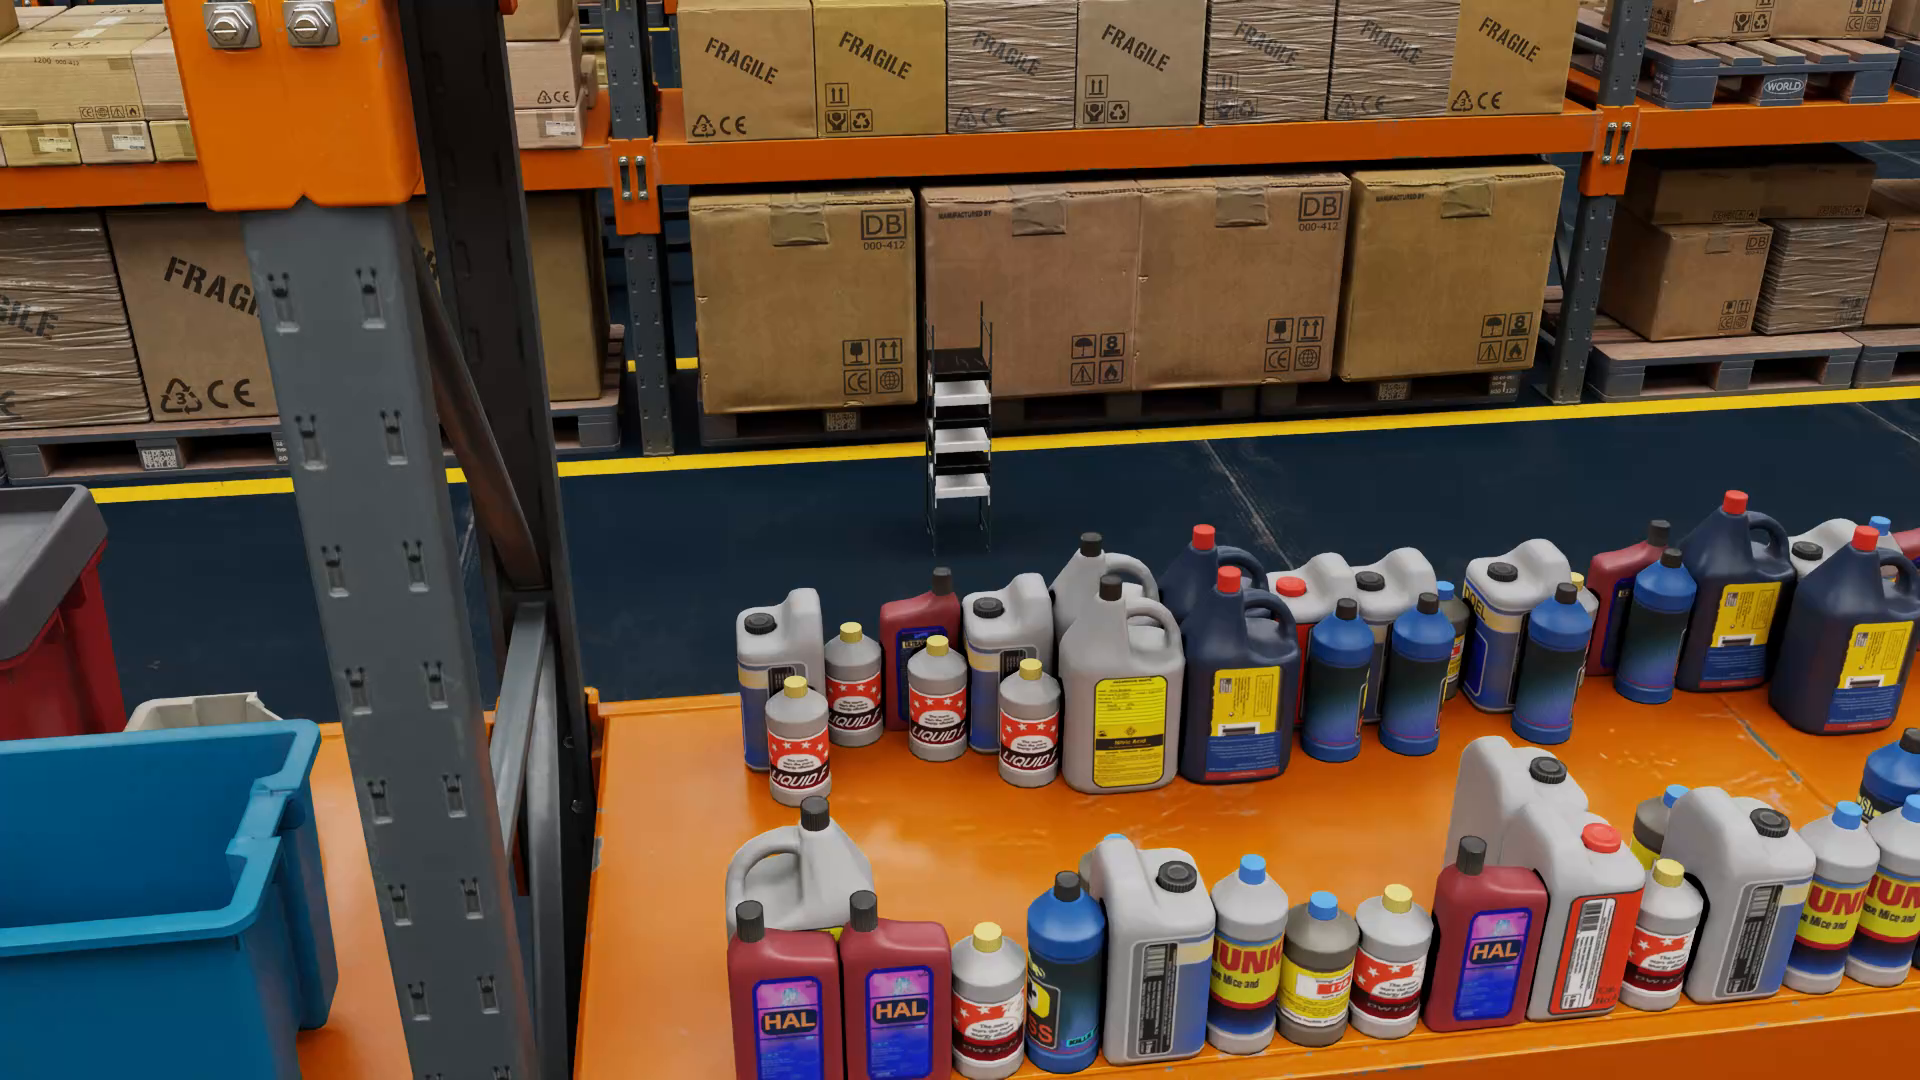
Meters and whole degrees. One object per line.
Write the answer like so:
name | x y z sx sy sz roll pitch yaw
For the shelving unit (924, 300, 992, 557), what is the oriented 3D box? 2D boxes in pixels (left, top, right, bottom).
shelving unit | -0.008 -0.400 6.044 0.210 0.900 0.258 -4 27 -7

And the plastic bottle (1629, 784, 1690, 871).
plastic bottle | 0.990 0.436 2.333 0.097 0.201 0.097 0 27 0

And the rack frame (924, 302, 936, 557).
rack frame | -0.109 -0.393 6.031 0.006 0.900 0.240 -4 27 -7

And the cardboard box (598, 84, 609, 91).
cardboard box | -2.448 -3.019 11.184 0.250 0.149 0.380 -5 28 -10

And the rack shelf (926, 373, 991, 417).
rack shelf | -0.008 -0.530 5.977 0.200 0.077 0.258 -4 27 -7

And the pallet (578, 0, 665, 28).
pallet | -3.467 -5.132 16.021 1.213 0.211 1.003 -4 27 -7

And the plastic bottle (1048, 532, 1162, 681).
plastic bottle | 0.232 0.149 2.728 0.185 0.351 0.144 -4 27 -7

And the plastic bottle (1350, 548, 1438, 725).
plastic bottle | 0.707 0.153 2.801 0.135 0.276 0.152 -4 27 -7

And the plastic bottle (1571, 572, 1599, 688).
plastic bottle | 1.048 0.152 2.885 0.097 0.201 0.097 0 27 0

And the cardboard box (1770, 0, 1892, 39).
cardboard box | 3.706 -2.525 7.315 0.500 0.500 0.700 0 27 1

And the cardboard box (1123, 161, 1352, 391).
cardboard box | 1.068 -1.314 7.392 0.875 0.875 1.225 -4 27 -7

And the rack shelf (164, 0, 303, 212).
rack shelf | -2.613 -0.554 1.546 4.000 0.370 1.077 -4 27 -7

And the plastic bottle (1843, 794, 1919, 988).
plastic bottle | 1.240 0.459 2.212 0.097 0.271 0.097 0 27 0

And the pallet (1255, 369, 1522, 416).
pallet | 1.847 -0.903 7.779 1.213 0.211 1.003 -4 27 -7

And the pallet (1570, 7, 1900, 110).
pallet | 3.329 -2.168 7.400 1.003 0.211 1.213 -4 27 -7

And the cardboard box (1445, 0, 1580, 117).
cardboard box | 2.184 -2.061 6.872 0.500 0.500 0.500 -3 27 -6

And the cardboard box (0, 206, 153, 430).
cardboard box | -3.760 -1.028 6.834 0.875 0.875 0.875 -4 27 -7

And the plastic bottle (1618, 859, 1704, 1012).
plastic bottle | 0.914 0.511 2.187 0.097 0.201 0.097 0 27 0

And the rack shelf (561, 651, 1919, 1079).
rack shelf | 1.348 0.526 2.727 4.000 0.370 1.077 -4 27 -7

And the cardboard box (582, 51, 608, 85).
cardboard box | -2.477 -3.163 11.140 0.250 0.149 0.380 -3 27 -6

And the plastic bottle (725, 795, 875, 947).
plastic bottle | -0.199 0.477 2.089 0.185 0.351 0.144 -4 27 -7

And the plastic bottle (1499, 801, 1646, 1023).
plastic bottle | 0.796 0.472 2.179 0.135 0.276 0.152 -4 27 -7

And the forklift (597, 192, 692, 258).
forklift | -2.398 -2.729 8.359 3.031 2.935 1.130 -7 28 -13

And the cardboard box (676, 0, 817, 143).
cardboard box | -0.832 -1.866 6.492 0.500 0.500 0.500 -4 27 -7

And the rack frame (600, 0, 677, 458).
rack frame | -1.323 -1.906 6.678 0.127 3.000 1.000 -4 27 -7

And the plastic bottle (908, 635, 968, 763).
plastic bottle | -0.036 0.250 2.695 0.097 0.201 0.097 0 27 0

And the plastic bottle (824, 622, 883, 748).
plastic bottle | -0.176 0.231 2.732 0.097 0.201 0.097 0 27 0

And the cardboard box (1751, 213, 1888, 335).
cardboard box | 3.846 -1.336 7.825 0.500 0.500 0.700 -6 28 -11

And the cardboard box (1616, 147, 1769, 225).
cardboard box | 3.298 -1.634 7.583 0.500 0.250 0.500 -3 27 -5

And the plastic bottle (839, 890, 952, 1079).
plastic bottle | -0.078 0.546 2.027 0.133 0.283 0.061 -4 27 -7

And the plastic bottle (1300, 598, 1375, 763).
plastic bottle | 0.610 0.219 2.678 0.097 0.271 0.097 0 27 0

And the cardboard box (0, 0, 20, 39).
cardboard box | -3.763 -2.027 5.931 0.500 0.500 0.500 -4 27 -9

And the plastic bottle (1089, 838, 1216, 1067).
plastic bottle | 0.241 0.508 2.110 0.135 0.276 0.152 -4 27 -7

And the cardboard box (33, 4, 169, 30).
cardboard box | -3.319 -1.967 6.637 0.500 0.250 0.500 -4 27 -7

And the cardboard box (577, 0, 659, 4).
cardboard box | -3.340 -5.441 15.915 0.875 0.438 0.875 -4 27 -8

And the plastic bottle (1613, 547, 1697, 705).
plastic bottle | 1.188 0.140 2.832 0.097 0.271 0.097 0 27 0

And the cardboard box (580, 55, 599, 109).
cardboard box | -1.662 -1.926 6.992 0.250 0.149 0.380 -4 27 -7

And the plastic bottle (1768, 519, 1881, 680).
plastic bottle | 1.481 0.104 2.898 0.135 0.276 0.152 -4 27 -7

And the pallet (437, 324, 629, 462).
pallet | -2.087 -0.652 7.290 1.213 0.211 1.003 -4 27 -7

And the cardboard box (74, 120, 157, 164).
cardboard box | -3.104 -1.529 6.219 0.250 0.149 0.380 -3 27 -6

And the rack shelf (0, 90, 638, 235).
rack shelf | -3.303 -1.458 6.595 4.000 0.370 1.077 -4 27 -7

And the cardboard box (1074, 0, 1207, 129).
cardboard box | 0.672 -1.966 6.686 0.500 0.500 0.500 -3 27 -6

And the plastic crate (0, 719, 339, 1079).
plastic crate | -1.047 0.498 1.946 0.575 0.384 0.392 -4 27 -7

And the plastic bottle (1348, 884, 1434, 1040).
plastic bottle | 0.553 0.534 2.141 0.097 0.201 0.097 0 27 0

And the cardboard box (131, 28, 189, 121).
cardboard box | -2.741 -1.758 6.229 0.500 0.250 0.500 -3 27 -6

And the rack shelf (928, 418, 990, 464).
rack shelf | -0.008 -0.370 6.059 0.200 0.077 0.258 -4 27 -7
